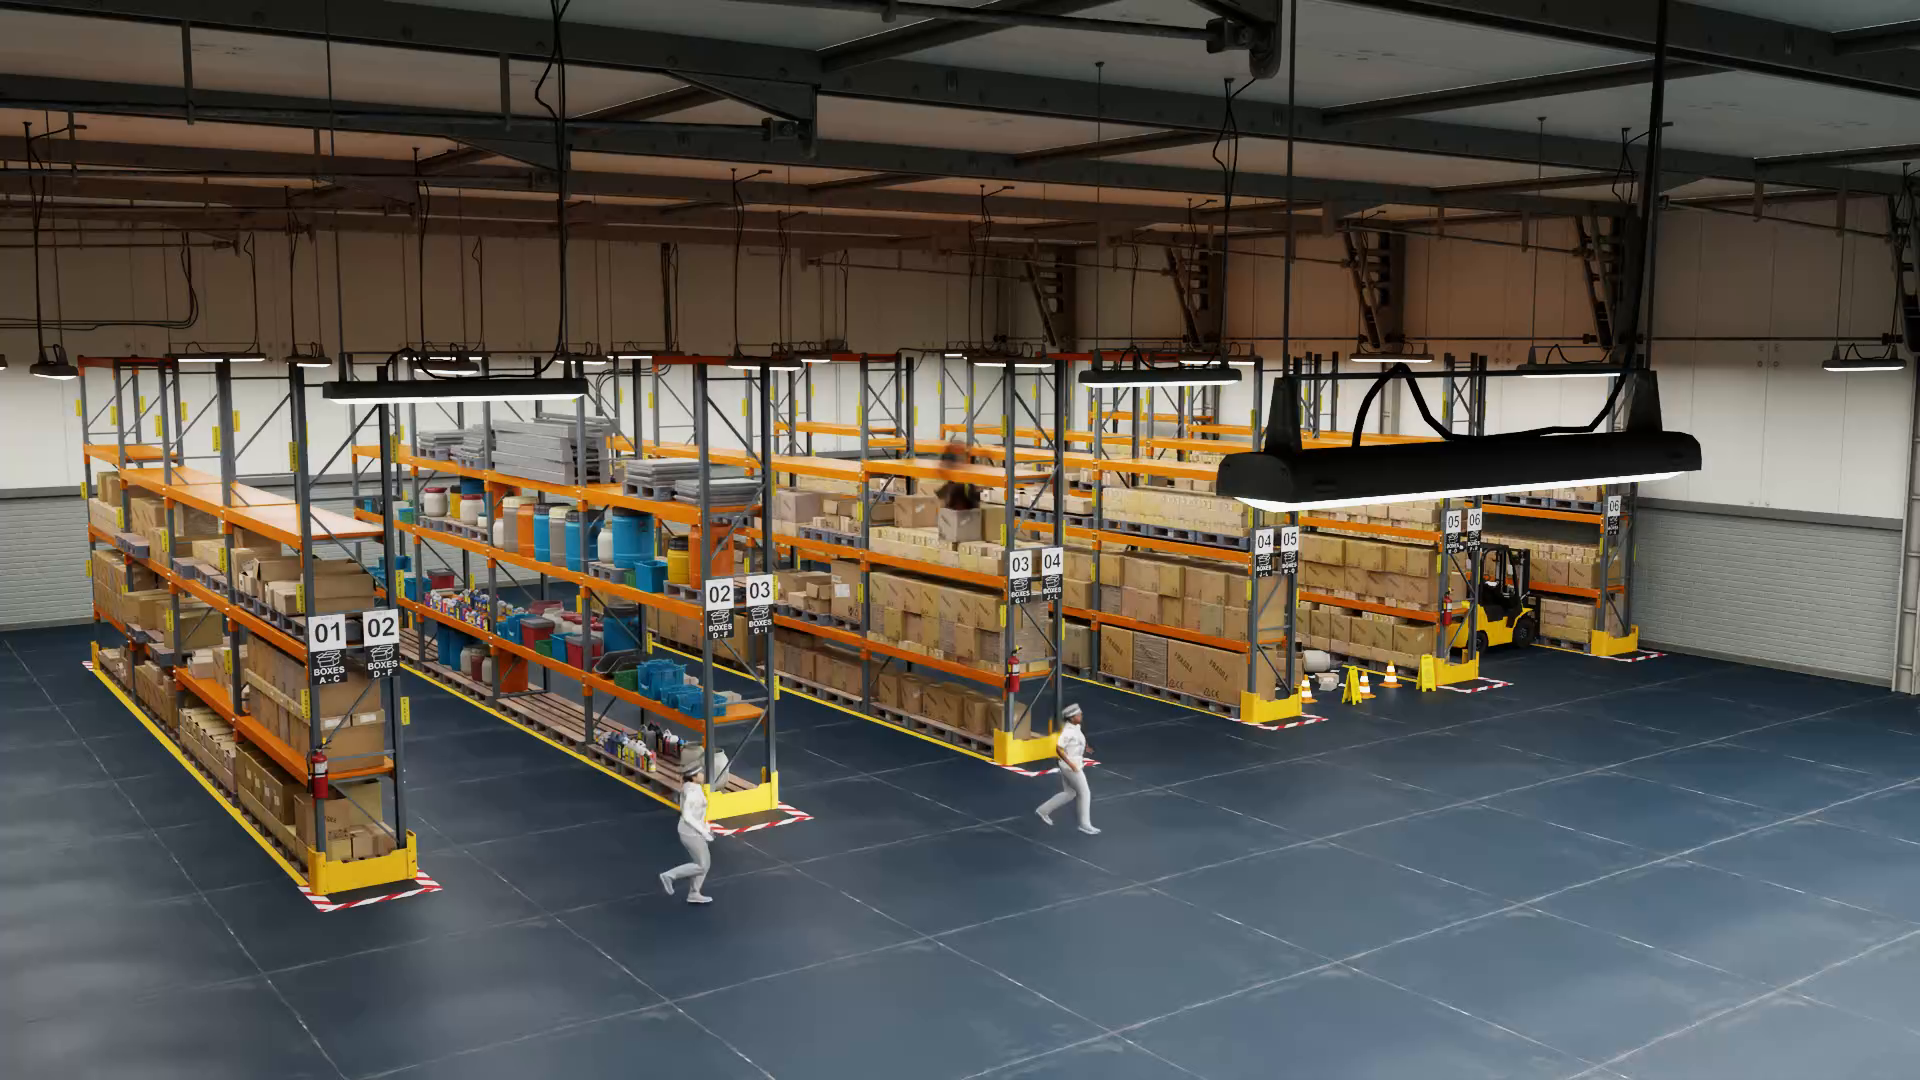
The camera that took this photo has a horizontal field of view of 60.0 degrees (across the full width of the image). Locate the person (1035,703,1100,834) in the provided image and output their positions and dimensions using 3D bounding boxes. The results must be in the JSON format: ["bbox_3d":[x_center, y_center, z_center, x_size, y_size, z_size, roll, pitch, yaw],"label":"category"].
[{"bbox_3d":[1.386,2.921,21.316,0.843,1.710,0.571,0,7,0],"label":"person"}]

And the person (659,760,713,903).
[{"bbox_3d":[-3.076,3.275,18.608,0.593,1.648,0.580,-2,7,-12],"label":"person"}]
